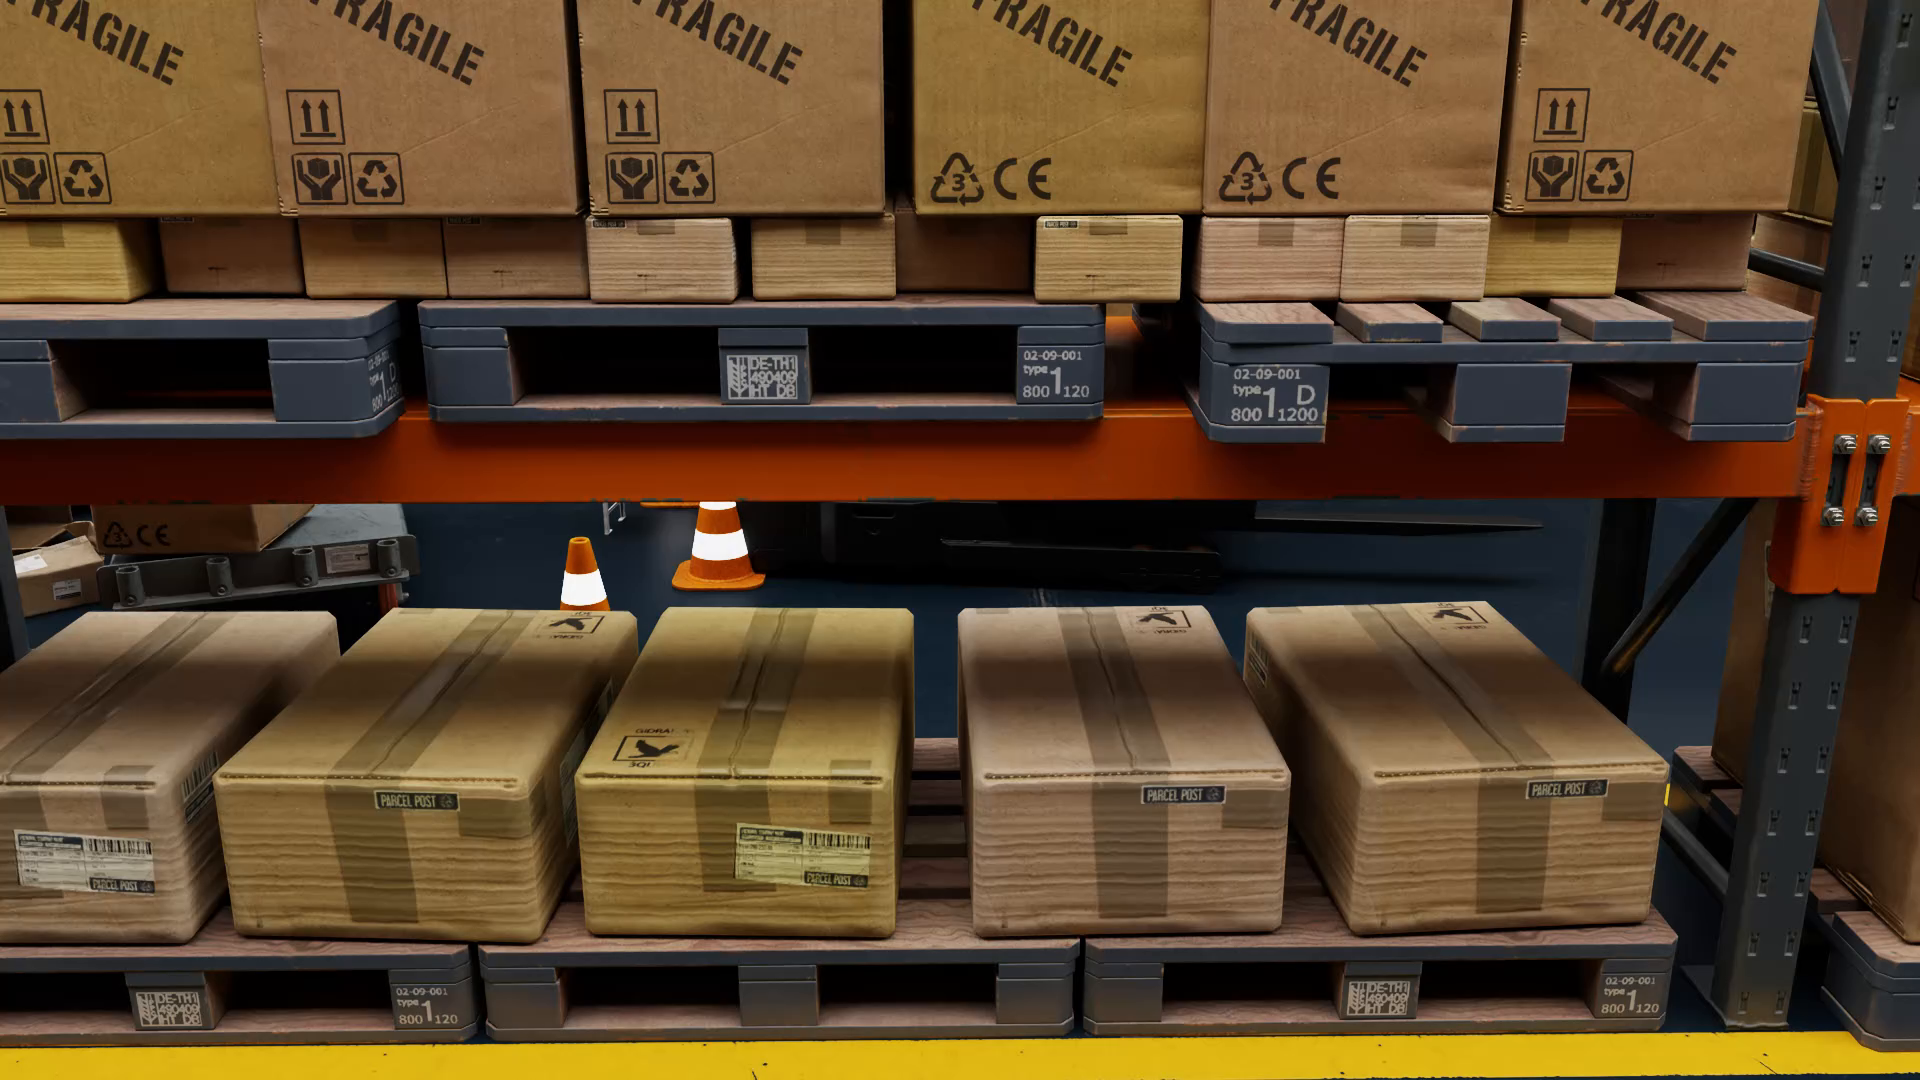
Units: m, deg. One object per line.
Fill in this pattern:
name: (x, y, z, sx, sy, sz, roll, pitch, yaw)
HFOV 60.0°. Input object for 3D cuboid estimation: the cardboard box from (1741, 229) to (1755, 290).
cardboard box: (3.663, -1.385, 8.133, 0.500, 0.250, 0.500, -1, 18, -3)

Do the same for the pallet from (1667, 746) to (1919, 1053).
pallet: (2.415, 0.773, 3.792, 1.213, 0.211, 1.003, 0, 18, -1)

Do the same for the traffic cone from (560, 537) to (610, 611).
traffic cone: (-1.156, 0.220, 5.105, 0.334, 0.463, 0.336, 0, 18, -1)

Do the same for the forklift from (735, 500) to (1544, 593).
forklift: (0.621, -1.377, 6.042, 3.031, 2.935, 1.130, 2, 18, 5)

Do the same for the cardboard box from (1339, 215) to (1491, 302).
cardboard box: (0.784, -0.543, 3.052, 0.250, 0.149, 0.380, 0, 18, -1)

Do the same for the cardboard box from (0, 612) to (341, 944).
cardboard box: (-1.849, 0.493, 3.714, 0.625, 0.372, 0.950, 0, 18, 0)

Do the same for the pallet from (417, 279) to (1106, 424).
pallet: (-0.353, -0.461, 3.387, 1.213, 0.211, 1.003, 0, 18, -1)

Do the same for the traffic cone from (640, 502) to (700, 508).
traffic cone: (-1.188, -0.403, 7.047, 0.334, 0.463, 0.336, 0, 18, -1)

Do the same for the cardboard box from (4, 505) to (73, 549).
cardboard box: (-3.722, -0.200, 6.125, 0.503, 0.637, 0.797, 0, 18, -1)

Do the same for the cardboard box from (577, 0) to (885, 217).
cardboard box: (-0.392, -0.865, 2.996, 0.500, 0.500, 0.500, -1, 18, -3)

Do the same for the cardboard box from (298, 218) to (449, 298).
cardboard box: (-1.026, -0.553, 3.084, 0.250, 0.149, 0.380, 0, 18, 0)

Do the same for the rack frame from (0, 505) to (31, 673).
rack frame: (-2.374, -0.555, 3.366, 0.127, 3.000, 1.000, 0, 18, -1)

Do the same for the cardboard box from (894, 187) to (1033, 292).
cardboard box: (0.004, -0.576, 3.155, 0.250, 0.149, 0.380, 0, 18, 0)

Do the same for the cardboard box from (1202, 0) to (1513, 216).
cardboard box: (0.659, -0.870, 3.012, 0.500, 0.500, 0.500, -1, 18, -2)

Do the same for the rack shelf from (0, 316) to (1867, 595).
rack shelf: (-0.374, -0.222, 3.506, 4.000, 0.370, 1.077, 0, 18, -1)

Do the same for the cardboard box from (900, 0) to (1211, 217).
cardboard box: (0.154, -0.867, 3.003, 0.500, 0.500, 0.500, -1, 18, -5)

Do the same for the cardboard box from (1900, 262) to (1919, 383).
cardboard box: (2.119, -0.428, 3.217, 0.500, 0.250, 0.500, -1, 18, -2)

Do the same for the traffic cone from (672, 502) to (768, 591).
traffic cone: (-0.882, -0.087, 6.062, 0.334, 0.463, 0.336, 0, 18, -1)

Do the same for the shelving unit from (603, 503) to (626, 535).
shelving unit: (-1.150, -0.620, 6.516, 0.503, 1.200, 0.258, 2, 18, 5)

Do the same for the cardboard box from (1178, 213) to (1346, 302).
cardboard box: (0.532, -0.544, 3.056, 0.250, 0.149, 0.380, -1, 18, -3)

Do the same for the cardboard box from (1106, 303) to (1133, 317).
cardboard box: (0.836, -1.239, 8.494, 0.750, 0.750, 1.050, -1, 18, -2)

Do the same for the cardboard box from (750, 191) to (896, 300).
cardboard box: (-0.246, -0.549, 3.073, 0.250, 0.149, 0.380, -1, 18, -3)

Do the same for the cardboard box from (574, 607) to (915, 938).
cardboard box: (-0.435, 0.485, 3.740, 0.625, 0.372, 0.950, 0, 18, 1)

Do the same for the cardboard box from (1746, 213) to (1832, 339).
cardboard box: (2.127, -0.584, 3.704, 0.500, 0.250, 0.500, -1, 18, -3)

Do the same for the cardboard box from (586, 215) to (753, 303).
cardboard box: (-0.512, -0.539, 3.041, 0.250, 0.149, 0.380, 0, 18, 1)

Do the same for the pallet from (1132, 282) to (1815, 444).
pallet: (0.915, -0.447, 3.343, 1.003, 0.211, 1.213, 0, 18, -1)

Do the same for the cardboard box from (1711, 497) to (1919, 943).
cardboard box: (2.318, 0.260, 3.618, 0.875, 0.875, 0.875, 0, 18, -1)

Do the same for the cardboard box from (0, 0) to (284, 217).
cardboard box: (-1.400, -0.861, 2.983, 0.500, 0.500, 0.500, 0, 18, -1)

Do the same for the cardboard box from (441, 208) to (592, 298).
cardboard box: (-0.779, -0.554, 3.086, 0.250, 0.149, 0.380, 0, 18, 0)

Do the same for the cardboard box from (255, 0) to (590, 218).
cardboard box: (-0.905, -0.859, 2.978, 0.500, 0.500, 0.500, 0, 18, -1)

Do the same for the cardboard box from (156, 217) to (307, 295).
cardboard box: (-1.284, -0.564, 3.120, 0.250, 0.149, 0.380, 1, 18, 3)

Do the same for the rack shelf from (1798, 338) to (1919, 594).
rack shelf: (3.626, -0.241, 3.566, 4.000, 0.370, 1.077, 0, 18, -1)

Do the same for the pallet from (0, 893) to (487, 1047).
pallet: (-1.595, 0.769, 3.805, 1.213, 0.211, 1.003, 0, 18, -1)

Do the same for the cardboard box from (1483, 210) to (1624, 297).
cardboard box: (1.035, -0.558, 3.099, 0.250, 0.149, 0.380, 0, 18, 0)

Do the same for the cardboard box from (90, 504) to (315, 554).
cardboard box: (-2.432, -0.269, 5.327, 0.500, 0.500, 0.500, 0, 18, -1)

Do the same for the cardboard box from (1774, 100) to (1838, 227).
cardboard box: (2.106, -0.821, 3.622, 0.500, 0.250, 0.500, 0, 18, -1)

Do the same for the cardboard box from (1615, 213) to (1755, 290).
cardboard box: (1.302, -0.581, 3.172, 0.250, 0.149, 0.380, 0, 18, 1)

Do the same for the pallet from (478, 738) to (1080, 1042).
pallet: (-0.372, 0.762, 3.826, 1.213, 0.211, 1.003, 0, 18, -1)

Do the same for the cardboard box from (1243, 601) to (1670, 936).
cardboard box: (1.061, 0.477, 3.765, 0.625, 0.372, 0.950, -1, 18, -5)

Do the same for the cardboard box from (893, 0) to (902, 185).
cardboard box: (0.120, -1.022, 3.486, 0.500, 0.500, 0.500, 0, 18, 0)

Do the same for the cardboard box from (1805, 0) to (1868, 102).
cardboard box: (2.139, -1.180, 3.515, 0.500, 0.500, 0.500, -1, 18, -2)

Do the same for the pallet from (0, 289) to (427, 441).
pallet: (-1.607, -0.423, 3.268, 1.213, 0.211, 1.003, 0, 18, -1)

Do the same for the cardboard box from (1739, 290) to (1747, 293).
cardboard box: (3.684, -1.030, 8.254, 0.500, 0.500, 0.500, -1, 18, -2)

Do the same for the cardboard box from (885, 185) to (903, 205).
cardboard box: (-0.057, -0.698, 3.536, 0.250, 0.149, 0.380, 0, 18, 1)

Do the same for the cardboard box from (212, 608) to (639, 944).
cardboard box: (-1.131, 0.489, 3.728, 0.625, 0.372, 0.950, 1, 18, 3)

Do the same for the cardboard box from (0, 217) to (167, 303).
cardboard box: (-1.566, -0.540, 3.043, 0.250, 0.149, 0.380, 0, 18, 0)

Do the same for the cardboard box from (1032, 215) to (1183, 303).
cardboard box: (0.257, -0.538, 3.039, 0.250, 0.149, 0.380, 0, 18, 0)

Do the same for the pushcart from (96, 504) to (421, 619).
pushcart: (-2.460, -0.002, 5.937, 0.936, 0.377, 1.648, -7, 19, -20)

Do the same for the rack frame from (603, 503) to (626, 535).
rack frame: (-1.393, -0.627, 6.538, 0.015, 1.200, 0.240, 2, 18, 5)

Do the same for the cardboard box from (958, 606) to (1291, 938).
cardboard box: (0.323, 0.483, 3.746, 0.625, 0.372, 0.950, -1, 18, -2)

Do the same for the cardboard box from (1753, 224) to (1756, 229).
cardboard box: (4.191, -1.392, 8.154, 0.500, 0.250, 0.500, 1, 18, 2)

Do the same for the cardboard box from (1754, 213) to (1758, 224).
cardboard box: (4.171, -1.545, 8.631, 0.500, 0.250, 0.500, 0, 18, 1)

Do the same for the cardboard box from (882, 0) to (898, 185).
cardboard box: (-0.380, -1.022, 3.486, 0.500, 0.500, 0.500, -1, 18, -3)

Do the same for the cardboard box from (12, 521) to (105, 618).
cardboard box: (-3.222, 0.096, 5.815, 0.396, 0.266, 0.258, -15, 23, -39)

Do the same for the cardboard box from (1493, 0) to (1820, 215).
cardboard box: (1.176, -0.876, 3.030, 0.500, 0.500, 0.500, -1, 18, -2)

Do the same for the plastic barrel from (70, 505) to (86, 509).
plastic barrel: (-3.663, -0.365, 6.993, 0.421, 0.421, 0.512, 14, 22, 37)

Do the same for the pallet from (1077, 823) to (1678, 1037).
pallet: (0.844, 0.757, 3.842, 1.213, 0.211, 1.003, 0, 18, -1)

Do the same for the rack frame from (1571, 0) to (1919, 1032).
rack frame: (1.626, -0.574, 3.426, 0.127, 3.000, 1.000, 0, 18, -1)
